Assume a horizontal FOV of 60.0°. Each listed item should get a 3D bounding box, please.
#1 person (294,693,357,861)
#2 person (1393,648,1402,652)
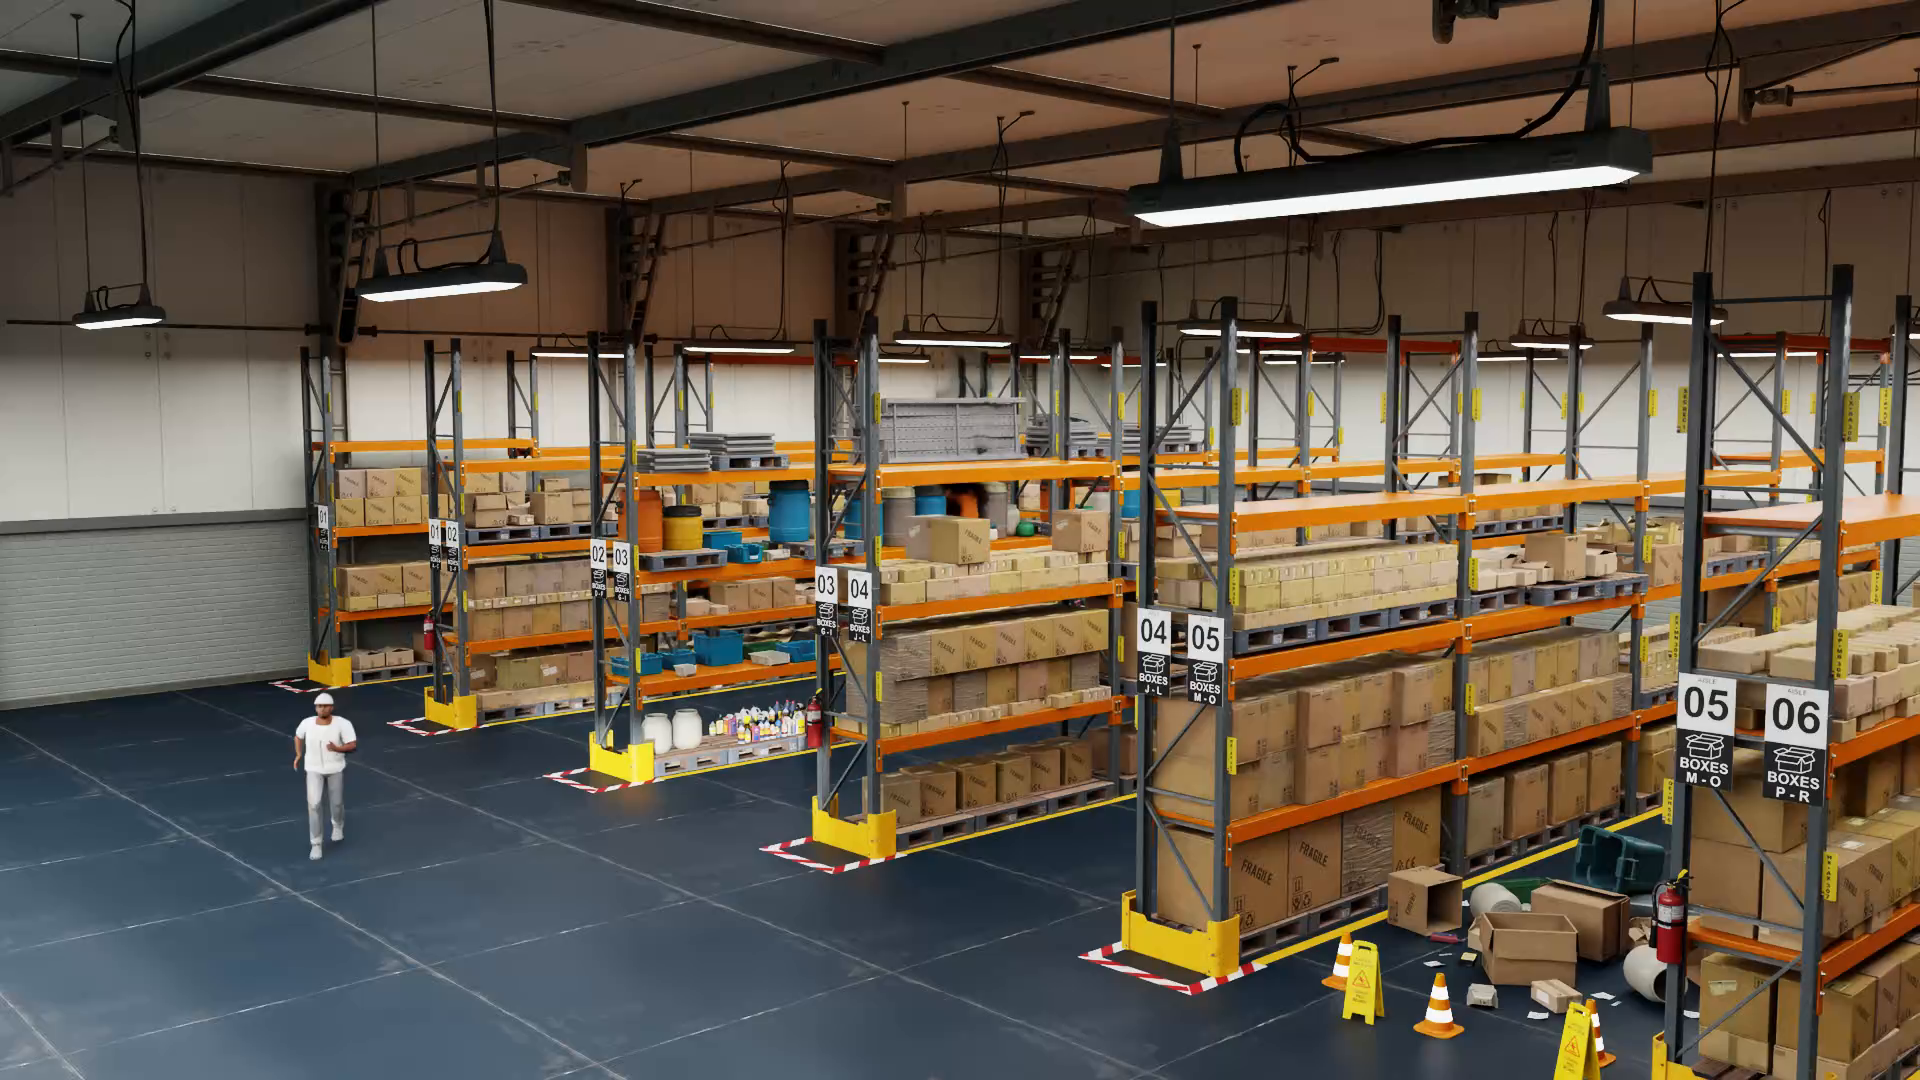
[{"bbox_3d":[-7.154,2.618,18.756,0.686,1.802,0.876,-1,5,-15],"label":"person"},{"bbox_3d":[6.020,2.286,23.136,0.644,1.694,0.605,5,7,44],"label":"person"}]
